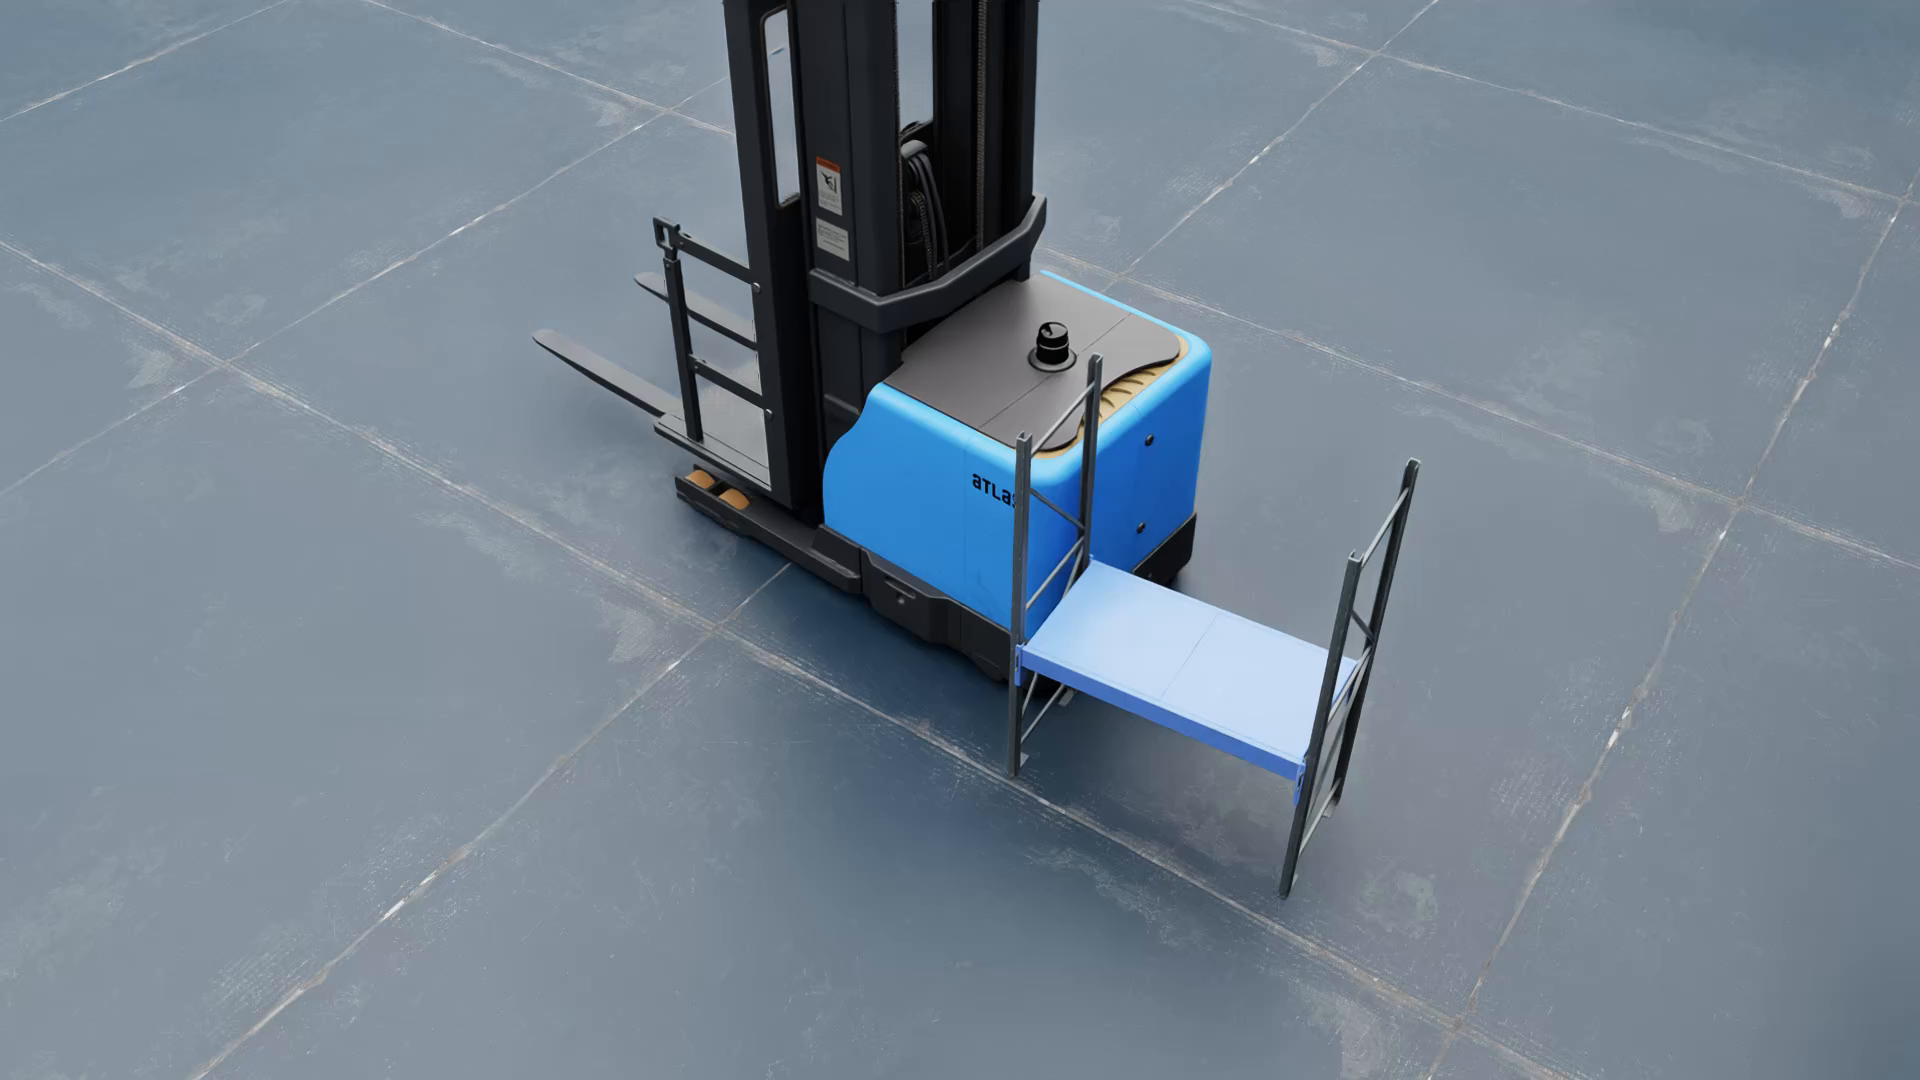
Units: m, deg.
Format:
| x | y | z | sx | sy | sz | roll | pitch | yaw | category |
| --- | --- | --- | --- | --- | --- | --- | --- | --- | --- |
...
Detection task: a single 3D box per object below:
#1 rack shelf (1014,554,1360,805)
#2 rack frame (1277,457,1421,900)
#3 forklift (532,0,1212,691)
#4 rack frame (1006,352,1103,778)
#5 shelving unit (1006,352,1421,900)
| x | y | z | sx | sy | sz | roll | pitch | yaw | category |
| --- | --- | --- | --- | --- | --- | --- | --- | --- | --- |
| 0.741 | 0.432 | 5.412 | 1.000 | 0.185 | 0.538 | 22 | 46 | 22 | rack shelf |
| 1.178 | 0.470 | 5.099 | 0.032 | 1.500 | 0.500 | 22 | 46 | 22 | rack frame |
| -0.541 | -1.375 | 6.089 | 3.031 | 2.935 | 1.130 | 29 | 49 | 28 | forklift |
| 0.303 | 0.125 | 5.485 | 0.032 | 1.500 | 0.500 | 22 | 46 | 22 | rack frame |
| 0.741 | 0.298 | 5.292 | 1.048 | 1.500 | 0.538 | 22 | 46 | 22 | shelving unit |
